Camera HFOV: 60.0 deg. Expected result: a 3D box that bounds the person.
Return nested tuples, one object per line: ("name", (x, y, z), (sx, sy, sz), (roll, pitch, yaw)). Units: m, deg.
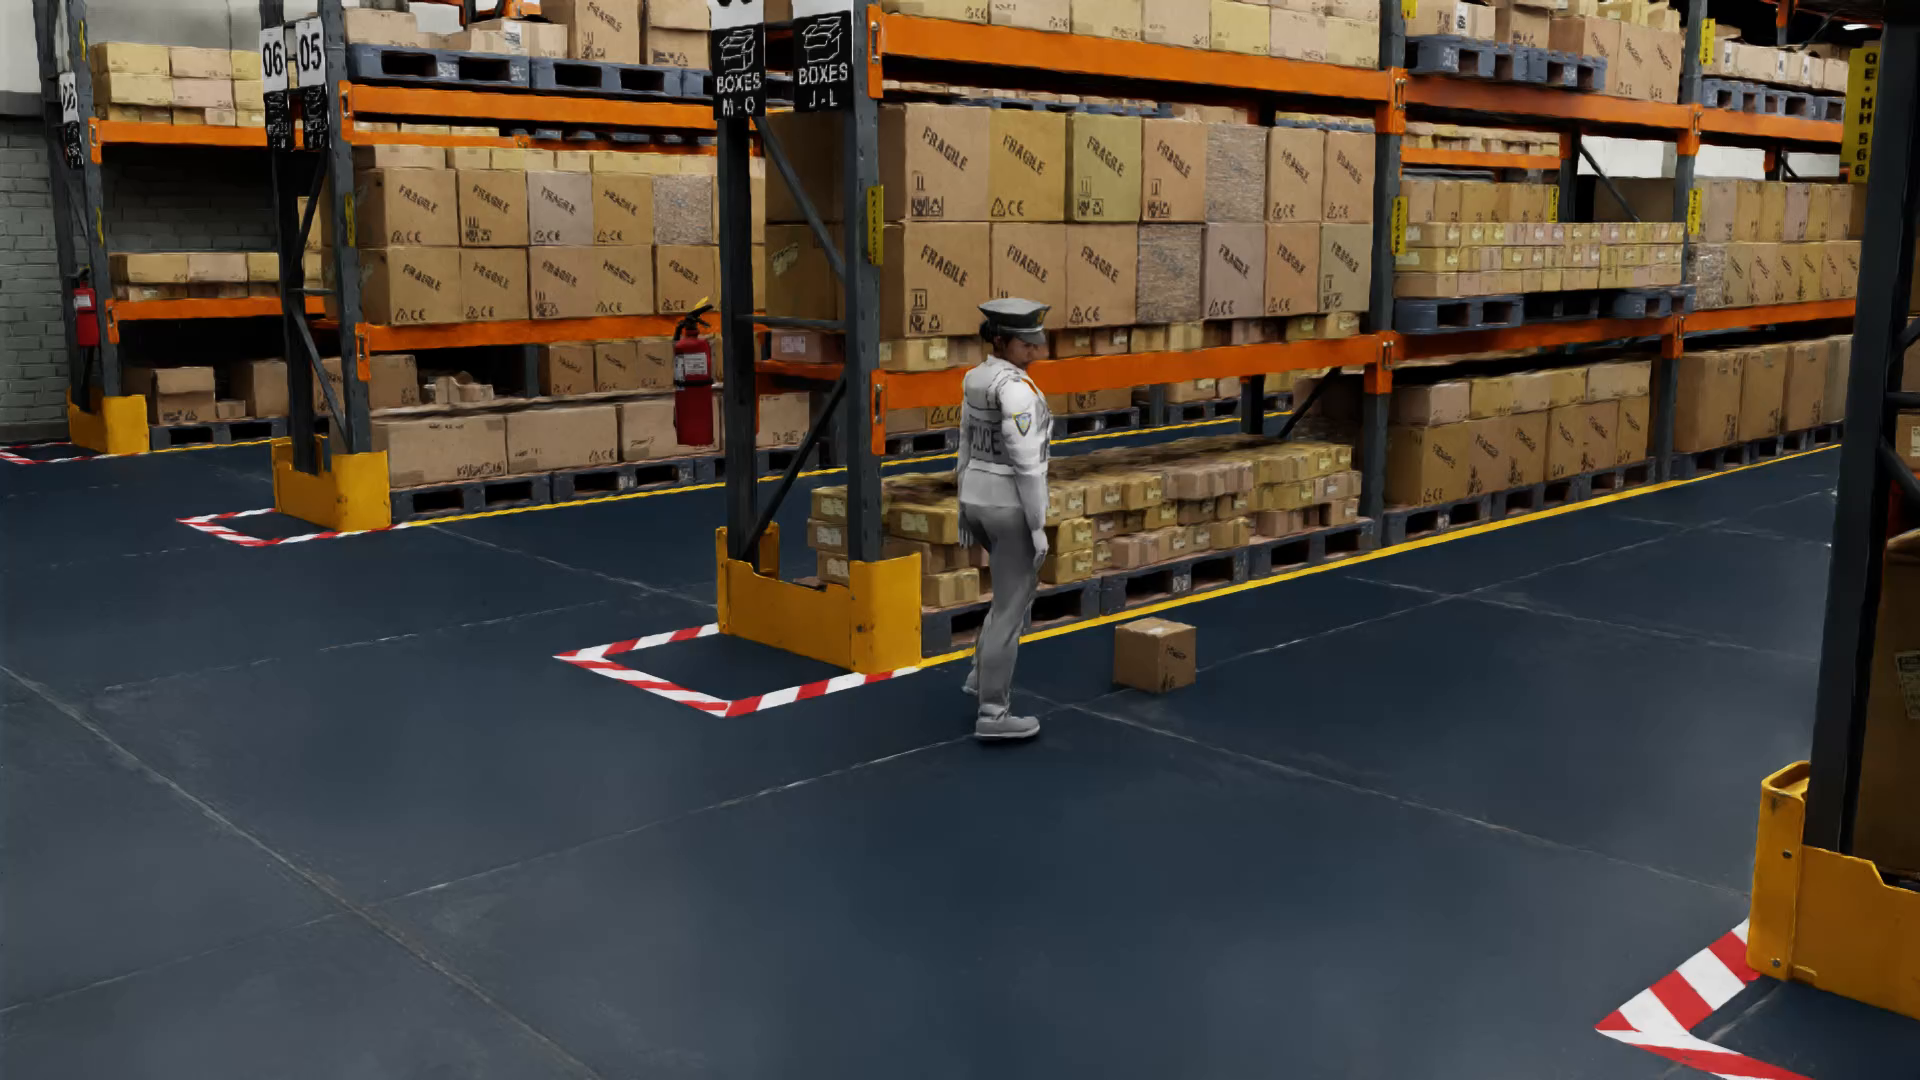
("person", (0.190, -0.090, 6.325), (0.440, 1.656, 0.541), (-6, 12, -31))
